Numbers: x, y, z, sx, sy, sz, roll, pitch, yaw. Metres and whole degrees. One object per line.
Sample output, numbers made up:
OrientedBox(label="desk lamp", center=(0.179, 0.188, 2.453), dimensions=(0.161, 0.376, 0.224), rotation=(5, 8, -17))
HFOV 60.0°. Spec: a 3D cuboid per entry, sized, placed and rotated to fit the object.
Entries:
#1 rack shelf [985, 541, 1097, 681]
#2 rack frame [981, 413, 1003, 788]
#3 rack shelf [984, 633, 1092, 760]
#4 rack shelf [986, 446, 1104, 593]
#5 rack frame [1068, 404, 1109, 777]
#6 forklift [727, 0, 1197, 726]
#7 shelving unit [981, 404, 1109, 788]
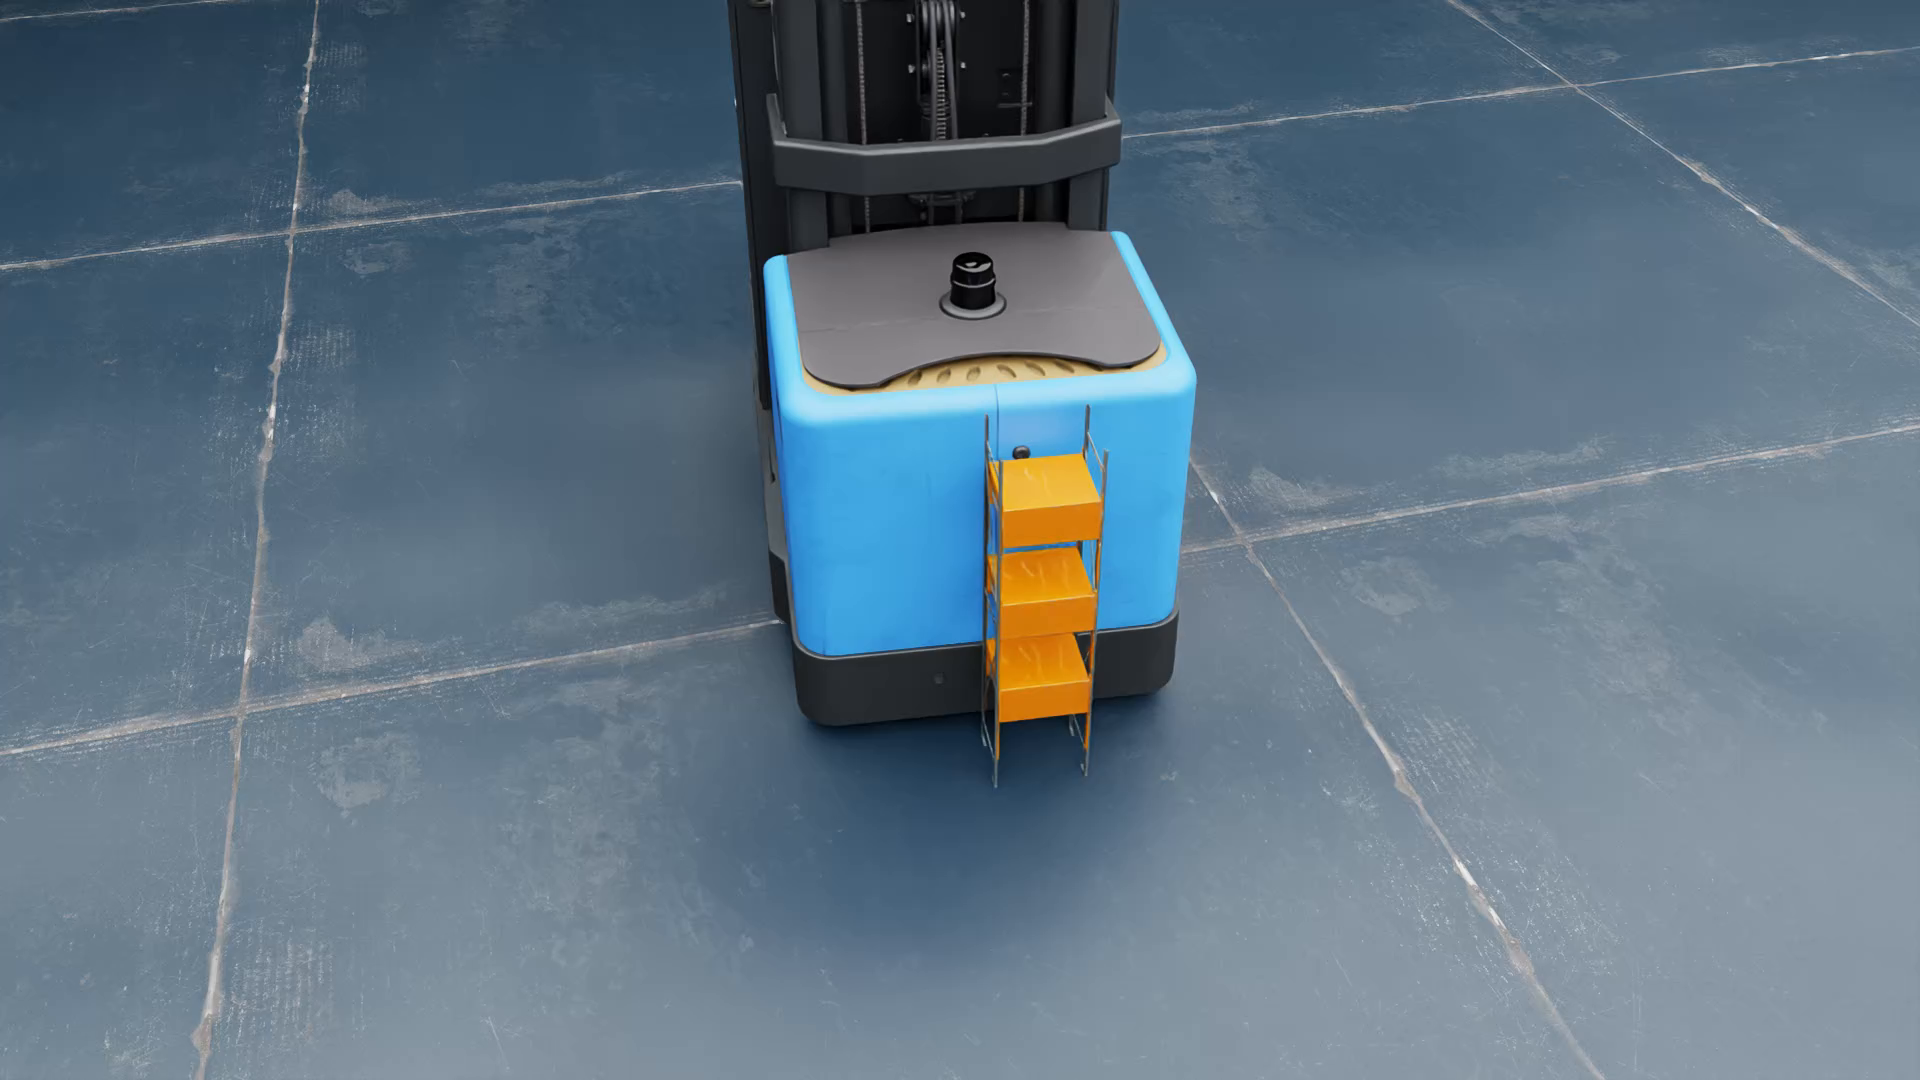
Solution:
OrientedBox(label="rack shelf", center=(0.198, 0.175, 4.174), dimensions=(0.240, 0.259, 0.215), rotation=(-6, 38, -8))
OrientedBox(label="rack frame", center=(0.078, 0.179, 4.152), dimensions=(0.008, 1.050, 0.200), rotation=(-6, 38, -8))
OrientedBox(label="rack shelf", center=(0.198, 0.396, 4.343), dimensions=(0.240, 0.259, 0.215), rotation=(-6, 38, -8))
OrientedBox(label="rack shelf", center=(0.198, -0.050, 4.002), dimensions=(0.240, 0.259, 0.215), rotation=(-6, 38, -8))
OrientedBox(label="rack frame", center=(0.318, 0.154, 4.184), dimensions=(0.008, 1.050, 0.200), rotation=(-6, 38, -8))
OrientedBox(label="forklift", center=(-0.136, -1.554, 4.869), dimensions=(1.130, 2.935, 3.031), rotation=(-5, 38, -7))
OrientedBox(label="shelving unit", center=(0.198, 0.167, 4.168), dimensions=(0.252, 1.050, 0.215), rotation=(-6, 38, -8))
